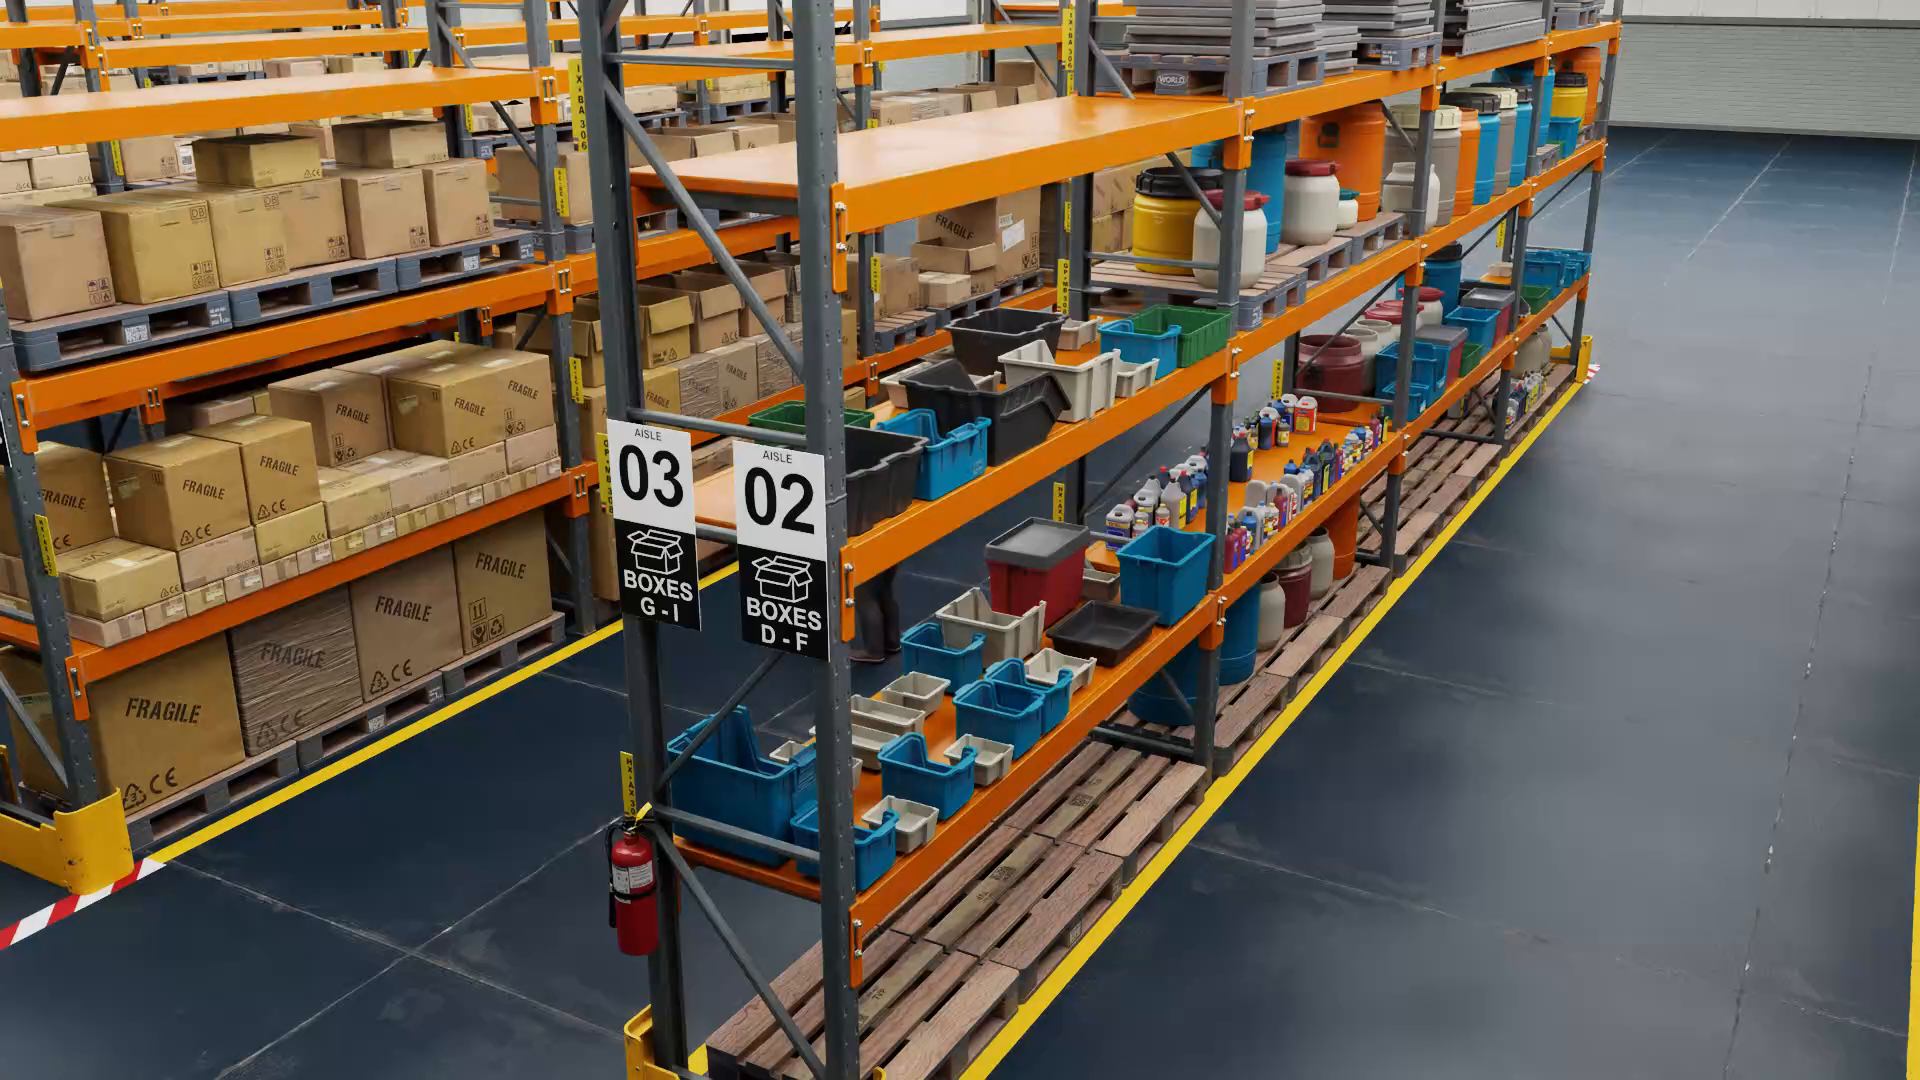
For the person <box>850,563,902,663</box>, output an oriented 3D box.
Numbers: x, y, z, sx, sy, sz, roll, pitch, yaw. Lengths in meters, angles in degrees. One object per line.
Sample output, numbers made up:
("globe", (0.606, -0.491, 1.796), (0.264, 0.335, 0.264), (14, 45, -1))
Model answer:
("person", (-0.685, 0.053, 11.943), (0.503, 1.656, 0.441), (10, 22, 27))
